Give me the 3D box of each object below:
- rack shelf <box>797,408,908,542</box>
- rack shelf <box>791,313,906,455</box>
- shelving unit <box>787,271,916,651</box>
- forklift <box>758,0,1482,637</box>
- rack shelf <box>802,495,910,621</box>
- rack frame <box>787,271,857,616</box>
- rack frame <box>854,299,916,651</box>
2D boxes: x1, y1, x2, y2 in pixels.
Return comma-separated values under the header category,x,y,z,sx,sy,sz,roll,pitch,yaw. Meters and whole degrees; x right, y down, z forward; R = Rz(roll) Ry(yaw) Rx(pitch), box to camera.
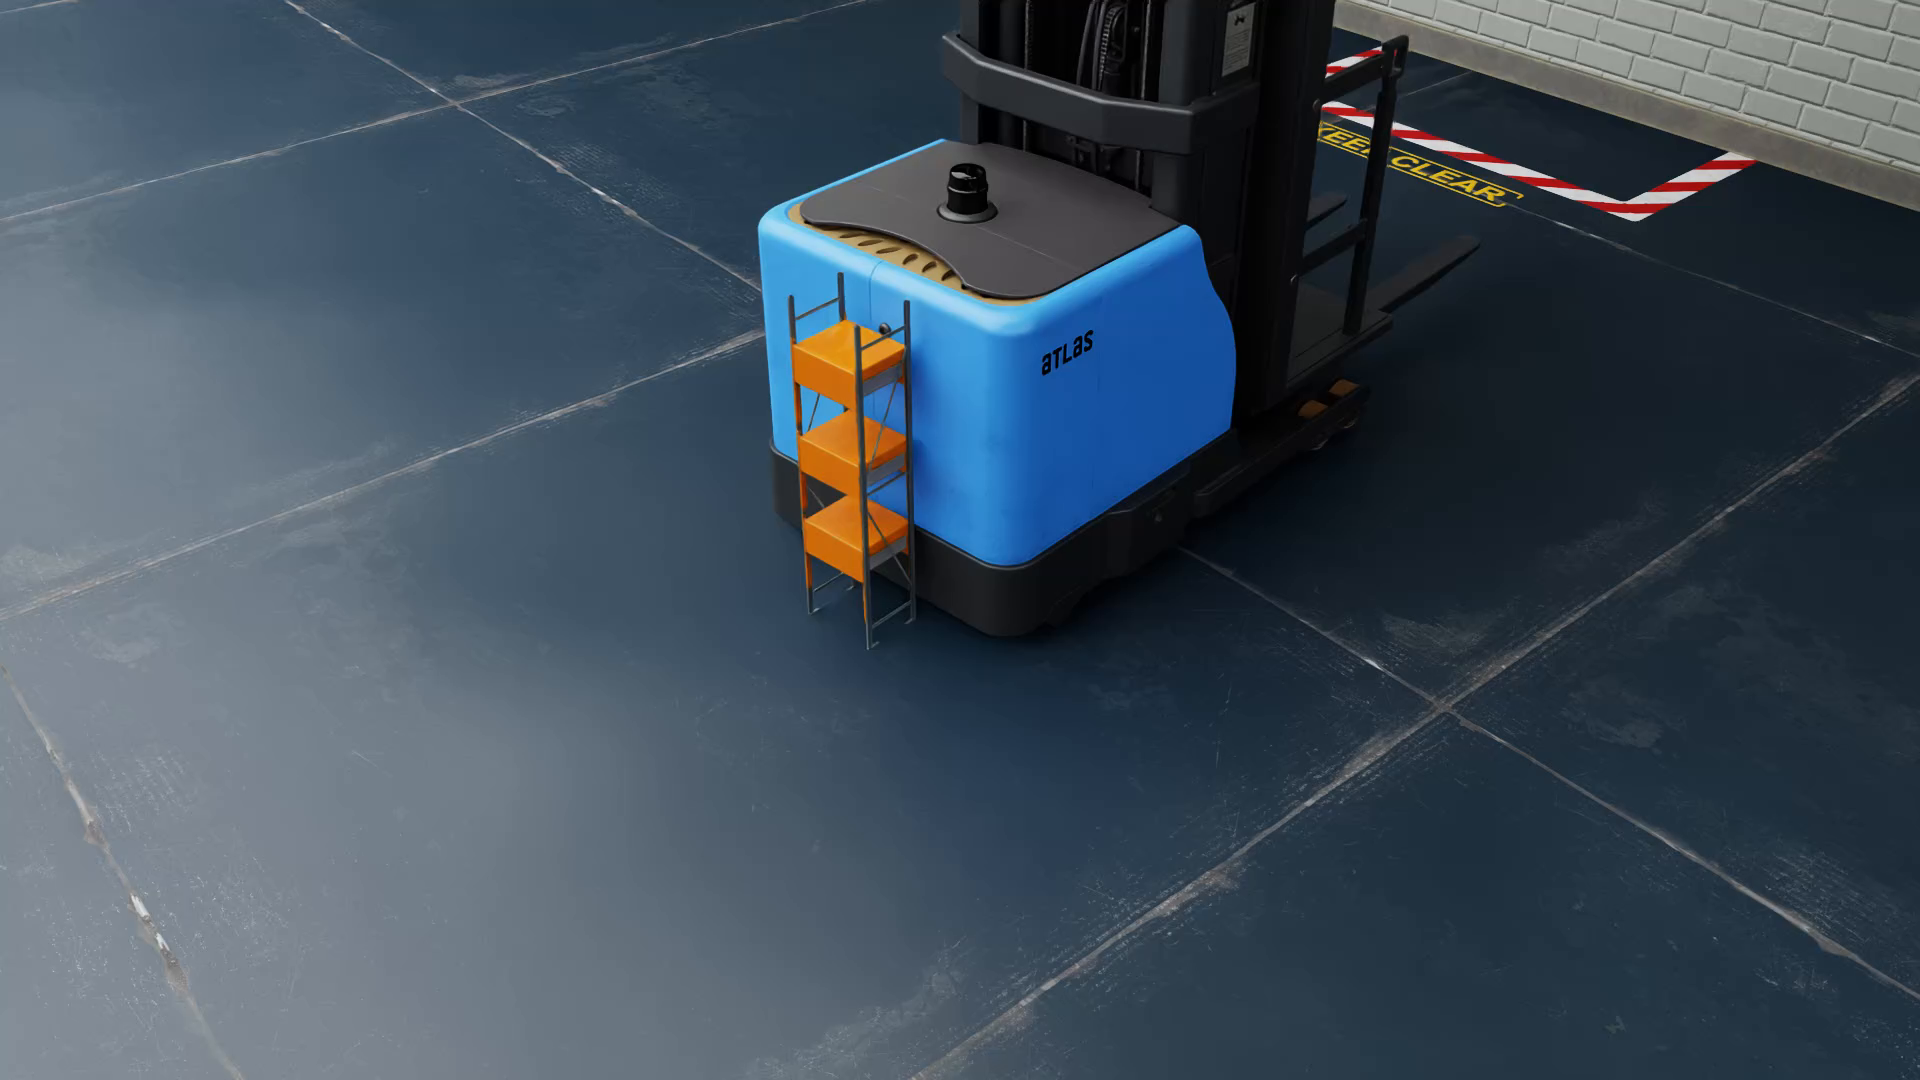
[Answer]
category,x,y,z,sx,sy,sz,roll,pitch,yaw
rack shelf,-0.290,-0.191,4.630,0.240,0.259,0.215,27,44,33
rack shelf,-0.290,-0.422,4.466,0.240,0.259,0.215,27,44,33
shelving unit,-0.290,-0.200,4.623,0.252,1.050,0.215,27,44,33
forklift,0.779,-1.683,5.090,1.130,2.935,3.031,28,44,34
rack shelf,-0.290,0.036,4.790,0.240,0.259,0.215,27,44,33
rack frame,-0.381,-0.247,4.690,0.008,1.050,0.200,27,44,33
rack frame,-0.199,-0.152,4.557,0.008,1.050,0.200,27,44,33
